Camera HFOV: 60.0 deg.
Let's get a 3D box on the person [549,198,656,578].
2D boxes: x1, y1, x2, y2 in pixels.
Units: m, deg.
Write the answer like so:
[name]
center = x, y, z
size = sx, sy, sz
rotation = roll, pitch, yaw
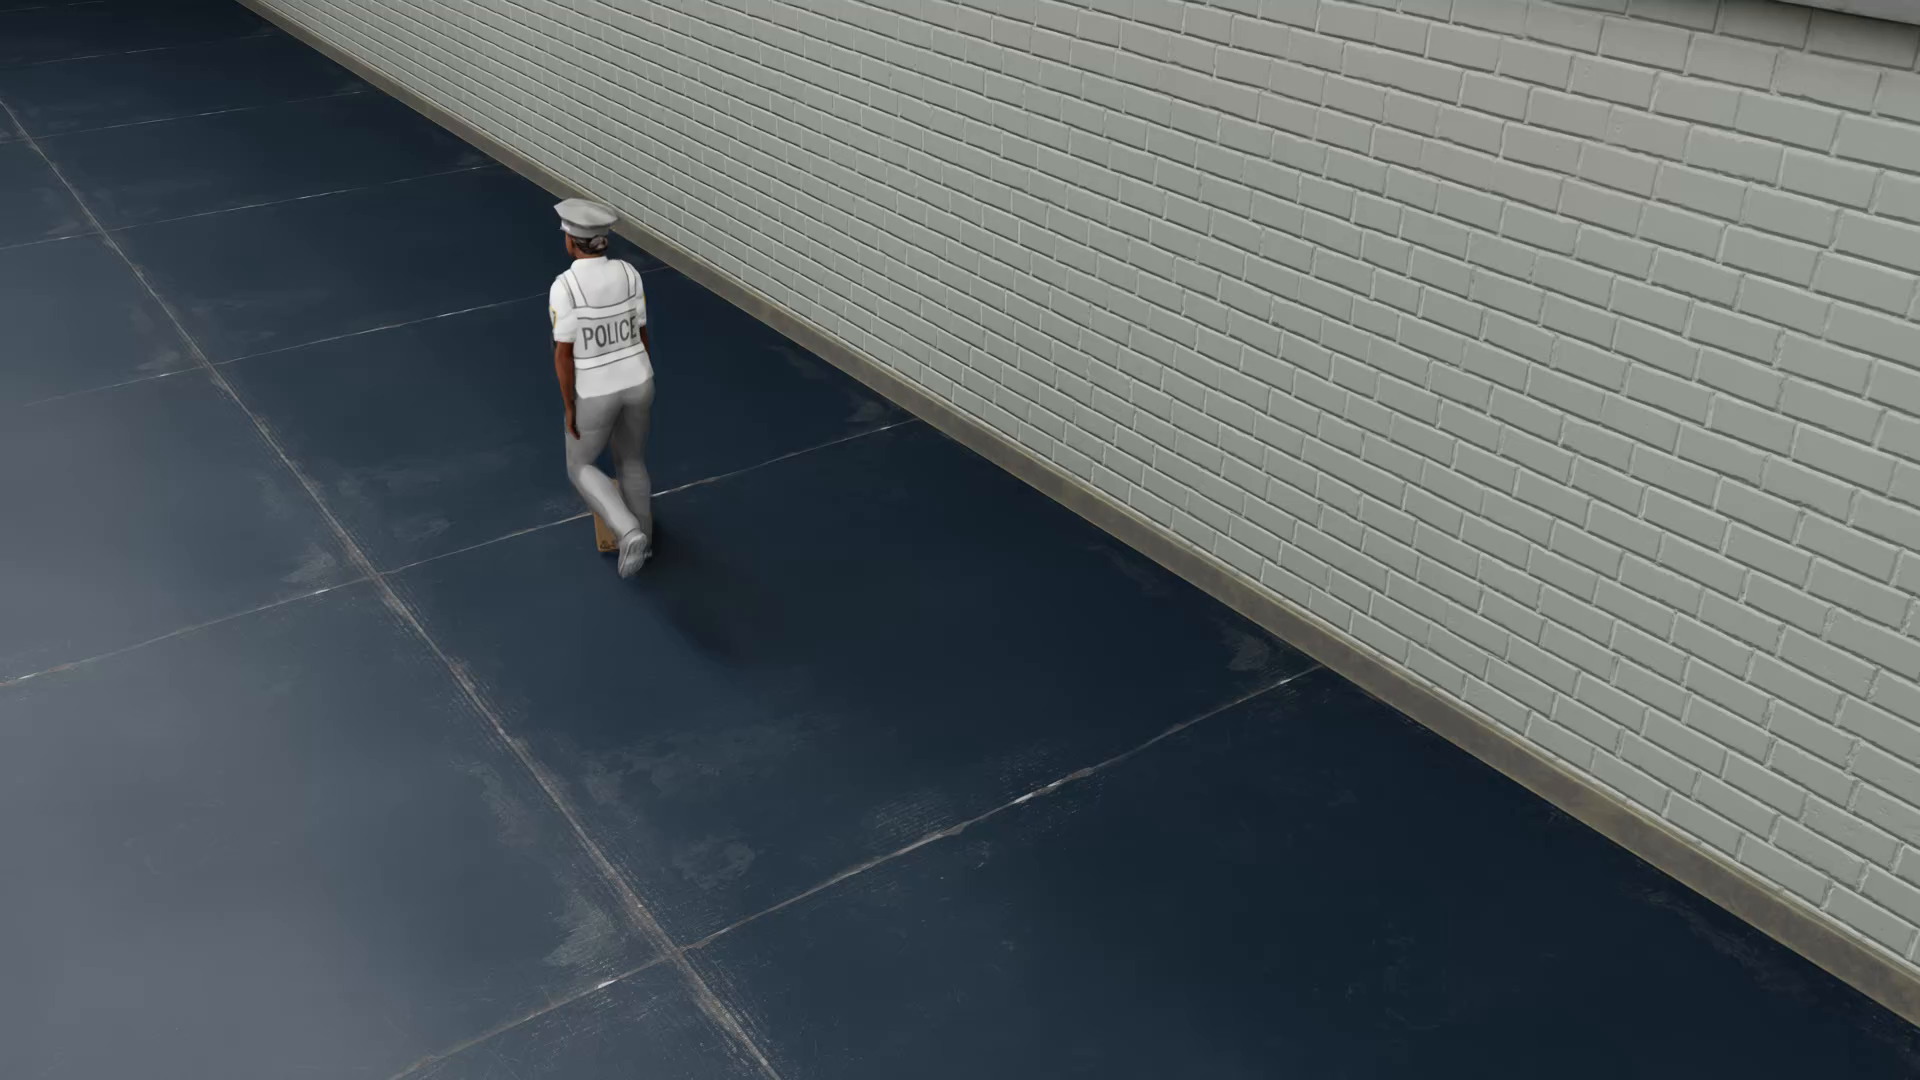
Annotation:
[person]
center = -1.506, -0.619, 7.209
size = 0.456, 1.647, 0.527
rotation = -20, 35, -32
